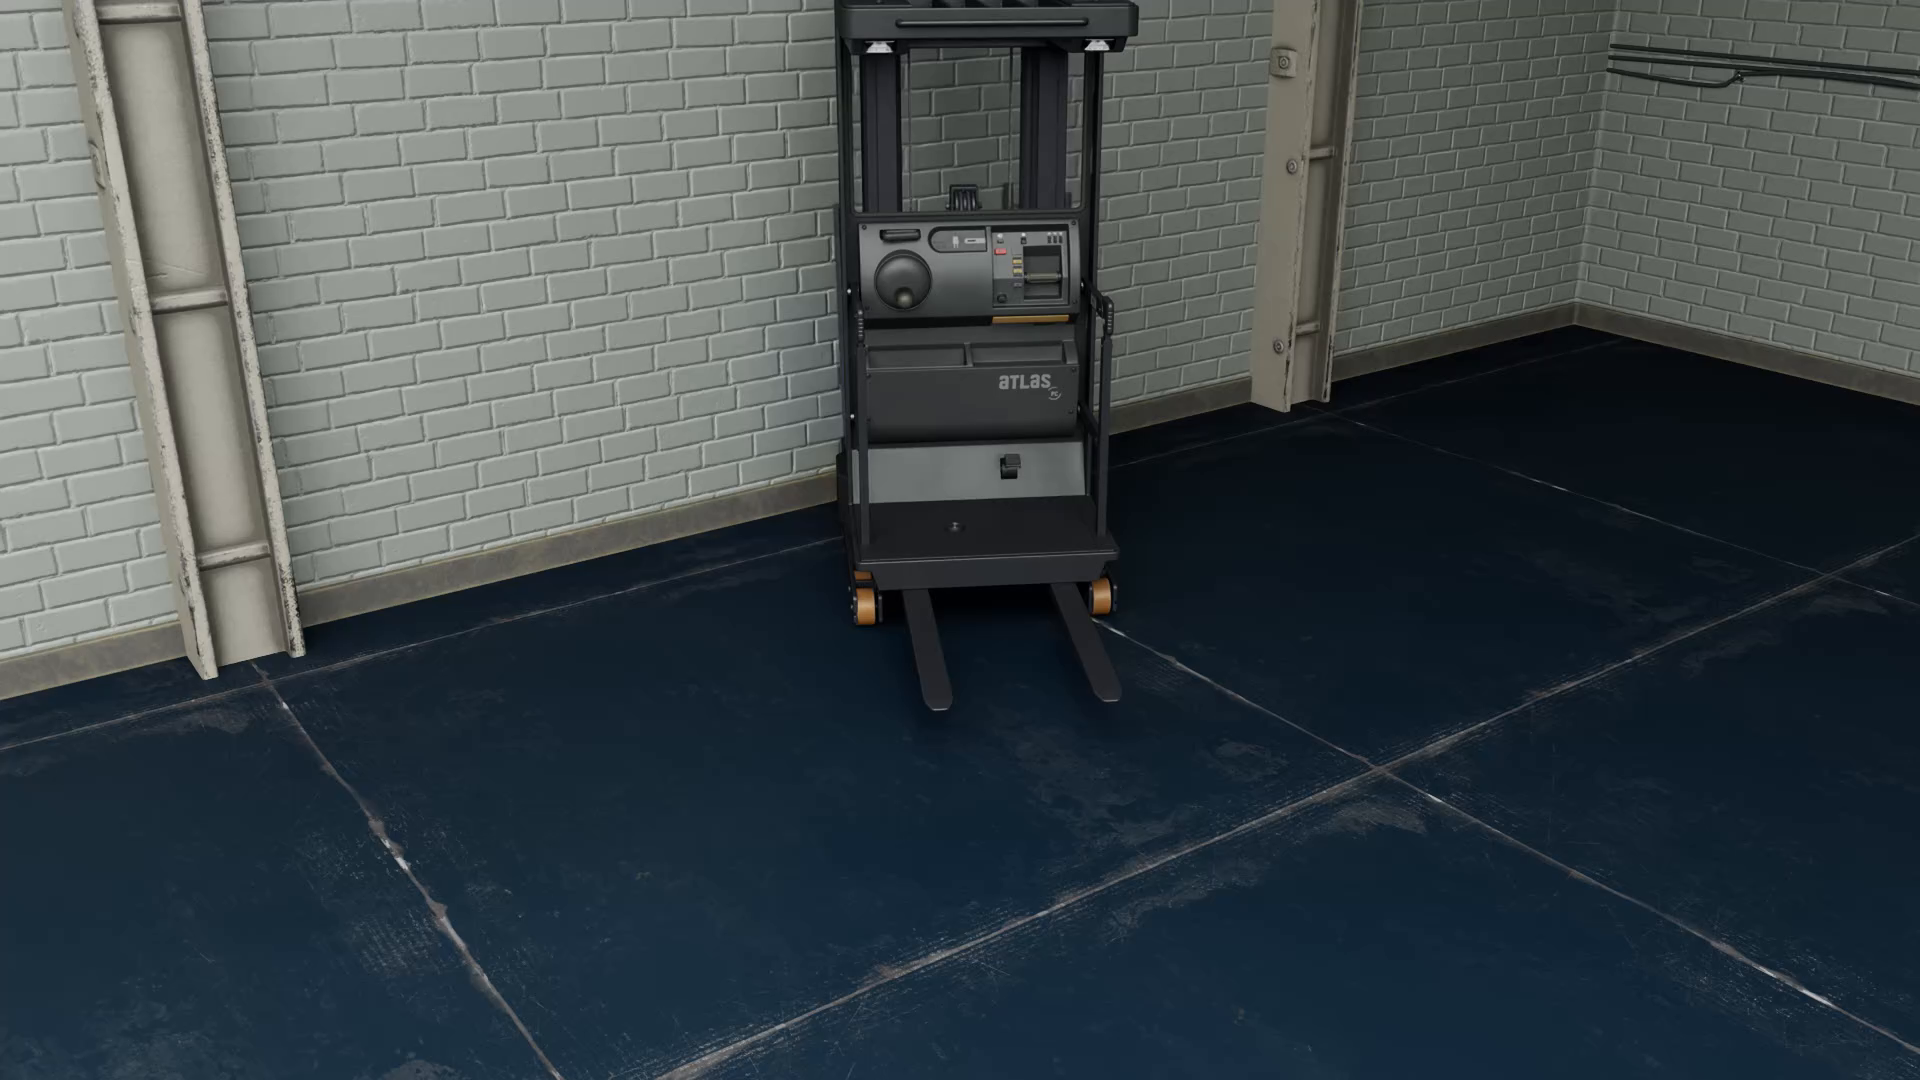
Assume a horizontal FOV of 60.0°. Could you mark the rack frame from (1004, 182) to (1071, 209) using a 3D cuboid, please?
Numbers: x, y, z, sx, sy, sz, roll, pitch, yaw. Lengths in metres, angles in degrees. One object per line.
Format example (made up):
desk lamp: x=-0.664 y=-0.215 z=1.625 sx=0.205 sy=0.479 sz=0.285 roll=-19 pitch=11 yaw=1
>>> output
rack frame: x=0.394 y=-1.040 z=8.481 sx=0.032 sy=1.500 sz=0.500 roll=-15 pitch=25 yaw=-33

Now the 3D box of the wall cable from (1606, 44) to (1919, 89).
wall cable: x=5.139 y=-3.816 z=9.507 sx=0.112 sy=2.526 sz=3.097 roll=-15 pitch=26 yaw=-33

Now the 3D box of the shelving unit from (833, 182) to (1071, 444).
shelving unit: x=-0.024 y=-0.927 z=8.197 sx=1.083 sy=1.500 sz=0.587 roll=-15 pitch=25 yaw=-33

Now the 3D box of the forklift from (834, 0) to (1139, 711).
forklift: x=0.068 y=-1.132 z=6.778 sx=1.130 sy=2.935 sz=3.031 roll=-2 pitch=22 yaw=-6

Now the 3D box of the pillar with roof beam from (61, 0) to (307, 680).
pillar with roof beam: x=-0.381 y=-2.424 z=1.830 sx=0.400 sy=9.000 sz=9.100 roll=-15 pitch=26 yaw=-33

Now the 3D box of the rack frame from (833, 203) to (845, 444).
rack frame: x=-0.426 y=-0.817 z=7.923 sx=0.032 sy=1.500 sz=0.500 roll=-15 pitch=25 yaw=-33

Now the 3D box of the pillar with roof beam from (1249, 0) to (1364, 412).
pillar with roof beam: x=4.490 y=-3.723 z=5.084 sx=0.400 sy=9.000 sz=9.100 roll=-15 pitch=26 yaw=-33
